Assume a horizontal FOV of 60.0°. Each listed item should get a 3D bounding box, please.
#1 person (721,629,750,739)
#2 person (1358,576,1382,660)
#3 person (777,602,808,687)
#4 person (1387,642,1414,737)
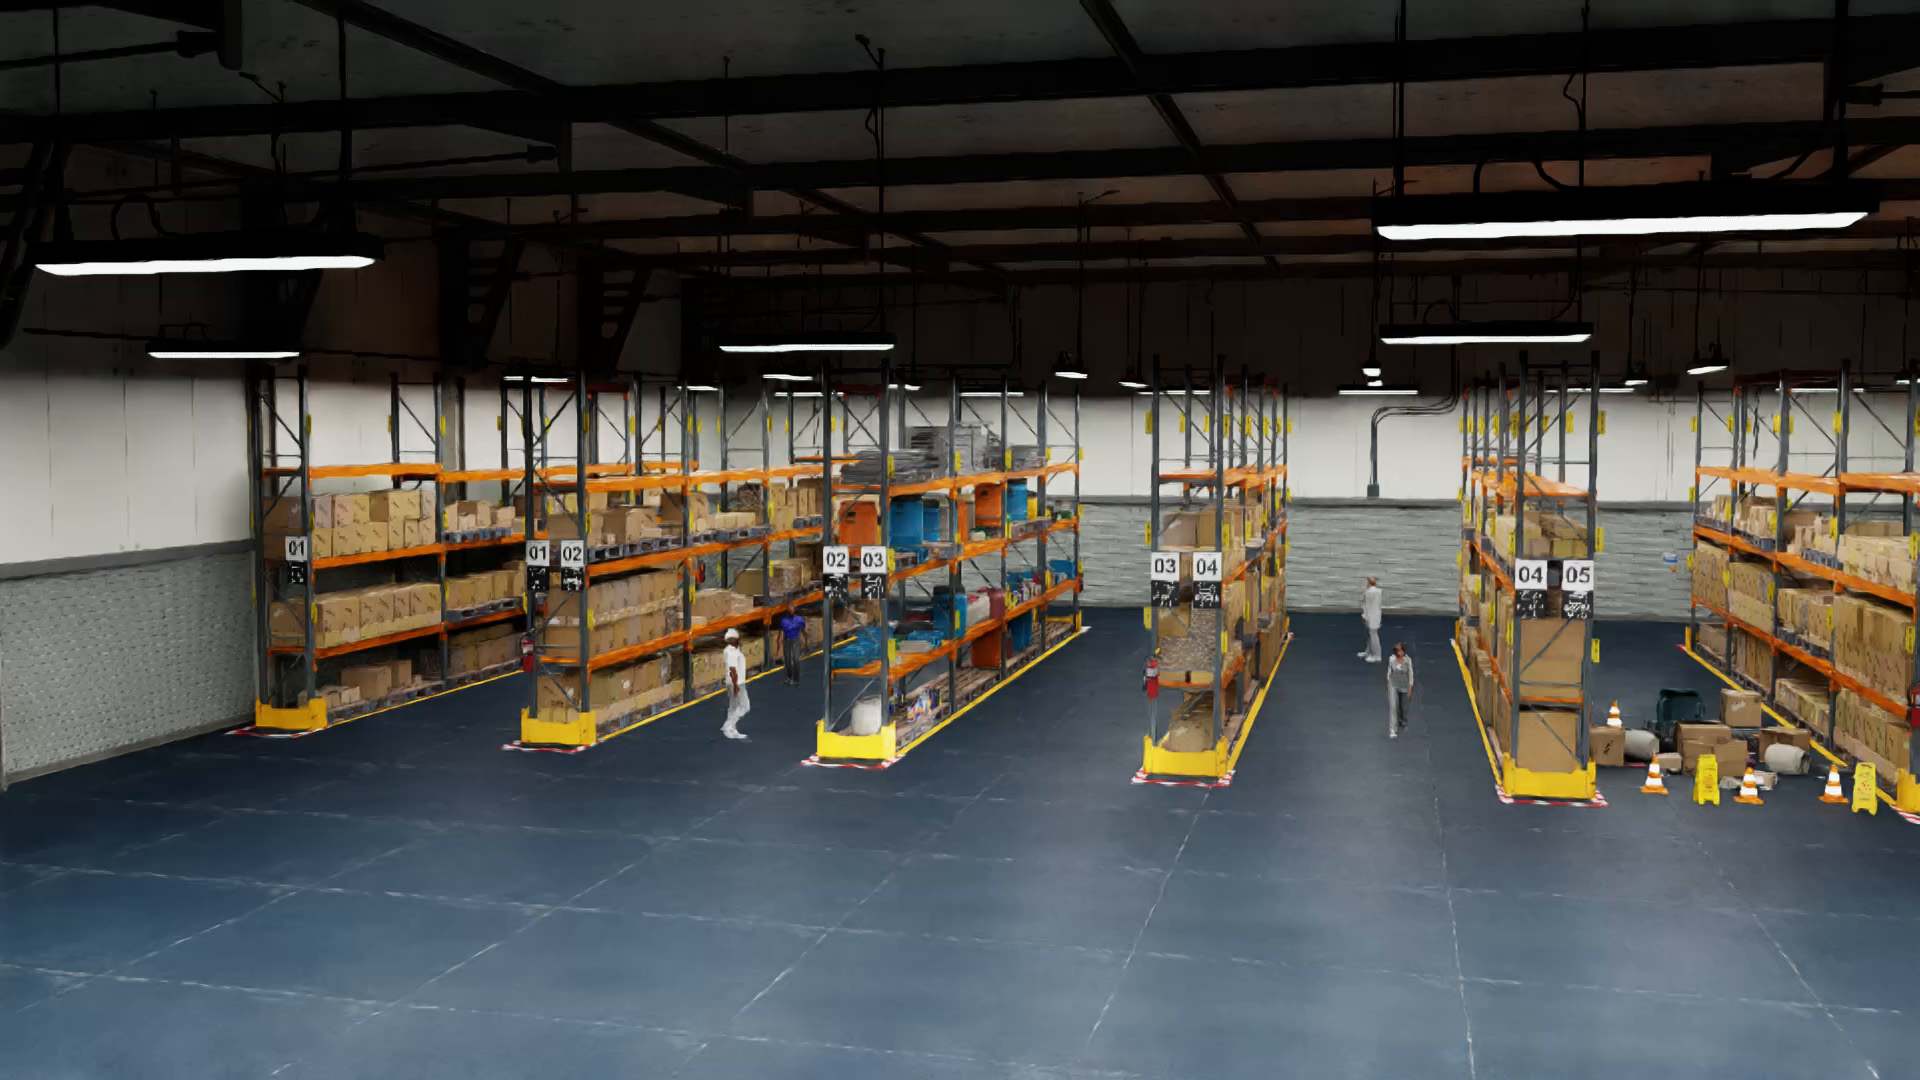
[{"bbox_3d":[-3.603,2.298,26.478,0.456,1.752,0.607,-1,4,-16],"label":"person"},{"bbox_3d":[8.759,1.649,35.492,0.647,1.773,0.690,3,5,36],"label":"person"},{"bbox_3d":[-3.210,1.986,32.044,0.584,1.621,0.659,0,4,6],"label":"person"},{"bbox_3d":[7.105,2.390,26.832,0.417,1.512,1.033,1,4,13],"label":"person"}]
